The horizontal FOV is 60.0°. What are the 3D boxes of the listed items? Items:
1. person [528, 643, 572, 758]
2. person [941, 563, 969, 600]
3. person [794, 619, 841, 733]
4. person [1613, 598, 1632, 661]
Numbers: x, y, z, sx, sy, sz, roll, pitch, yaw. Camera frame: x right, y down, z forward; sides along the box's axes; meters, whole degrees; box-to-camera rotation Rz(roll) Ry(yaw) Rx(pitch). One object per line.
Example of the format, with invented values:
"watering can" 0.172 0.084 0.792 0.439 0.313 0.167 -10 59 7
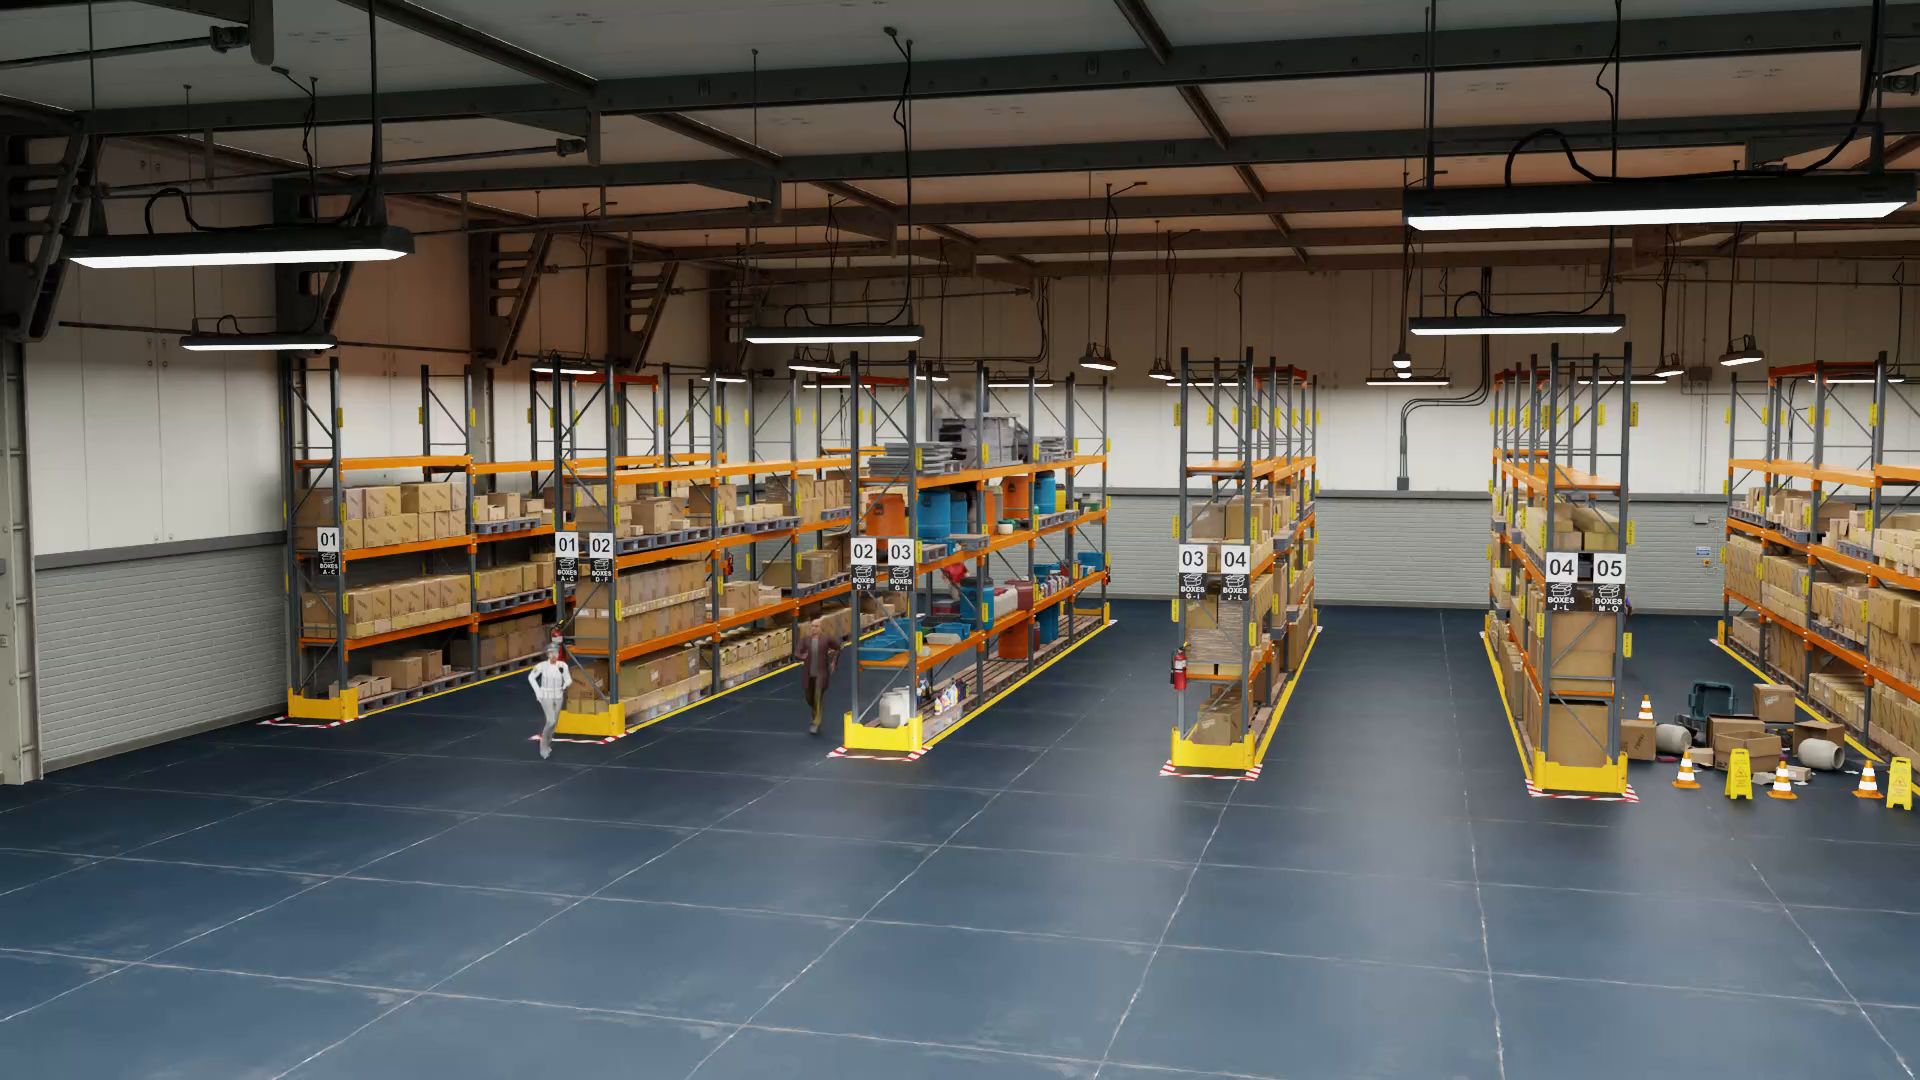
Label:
"person" -6.026 2.367 24.610 0.590 1.703 0.674 -3 5 -32
"person" -0.091 1.174 40.912 0.695 1.666 0.588 -1 4 -15
"person" -2.302 2.144 26.583 0.714 1.755 1.017 1 4 11
"person" 13.361 1.686 33.918 0.578 1.621 0.865 1 4 8
